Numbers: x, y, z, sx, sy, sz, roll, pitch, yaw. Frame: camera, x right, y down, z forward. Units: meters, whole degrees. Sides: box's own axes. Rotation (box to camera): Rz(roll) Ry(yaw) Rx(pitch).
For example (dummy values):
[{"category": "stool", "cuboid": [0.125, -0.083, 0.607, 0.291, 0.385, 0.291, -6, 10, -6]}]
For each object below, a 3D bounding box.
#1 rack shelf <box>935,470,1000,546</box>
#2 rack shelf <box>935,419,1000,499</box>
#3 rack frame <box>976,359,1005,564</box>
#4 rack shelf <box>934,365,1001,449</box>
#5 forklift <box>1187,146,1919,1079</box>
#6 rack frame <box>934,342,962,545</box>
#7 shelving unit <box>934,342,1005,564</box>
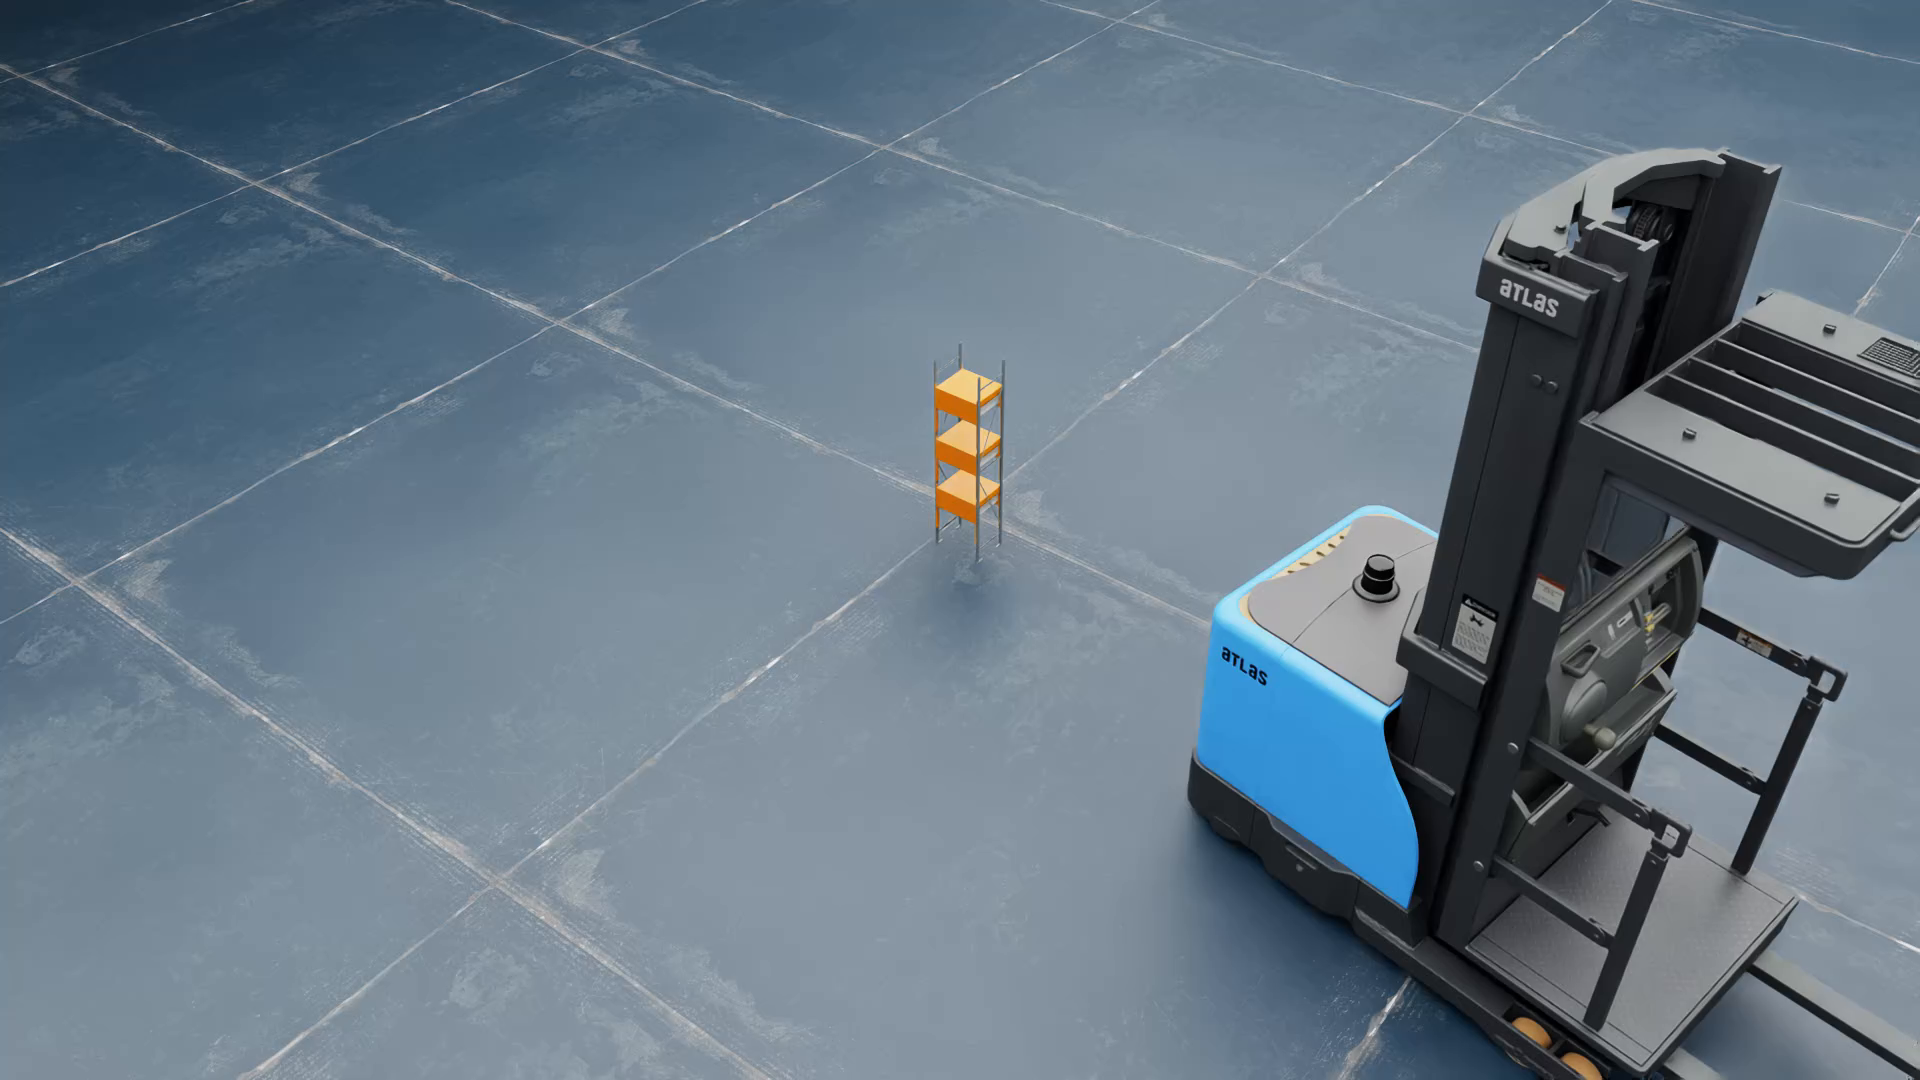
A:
[{"category": "rack shelf", "cuboid": [0.042, -0.166, 7.939, 0.240, 0.259, 0.215, 25, 45, 29]}, {"category": "rack shelf", "cuboid": [0.042, -0.385, 7.768, 0.240, 0.259, 0.215, 25, 45, 29]}, {"category": "rack frame", "cuboid": [0.139, -0.348, 7.703, 0.008, 1.050, 0.200, 25, 45, 29]}, {"category": "rack shelf", "cuboid": [0.042, -0.608, 7.593, 0.240, 0.259, 0.215, 25, 45, 29]}, {"category": "forklift", "cuboid": [2.275, 0.401, 5.221, 1.130, 2.935, 3.031, -29, 47, -32]}, {"category": "rack frame", "cuboid": [-0.054, -0.439, 7.820, 0.008, 1.050, 0.200, 25, 45, 29]}, {"category": "shelving unit", "cuboid": [0.042, -0.393, 7.762, 0.252, 1.050, 0.215, 25, 45, 29]}]
